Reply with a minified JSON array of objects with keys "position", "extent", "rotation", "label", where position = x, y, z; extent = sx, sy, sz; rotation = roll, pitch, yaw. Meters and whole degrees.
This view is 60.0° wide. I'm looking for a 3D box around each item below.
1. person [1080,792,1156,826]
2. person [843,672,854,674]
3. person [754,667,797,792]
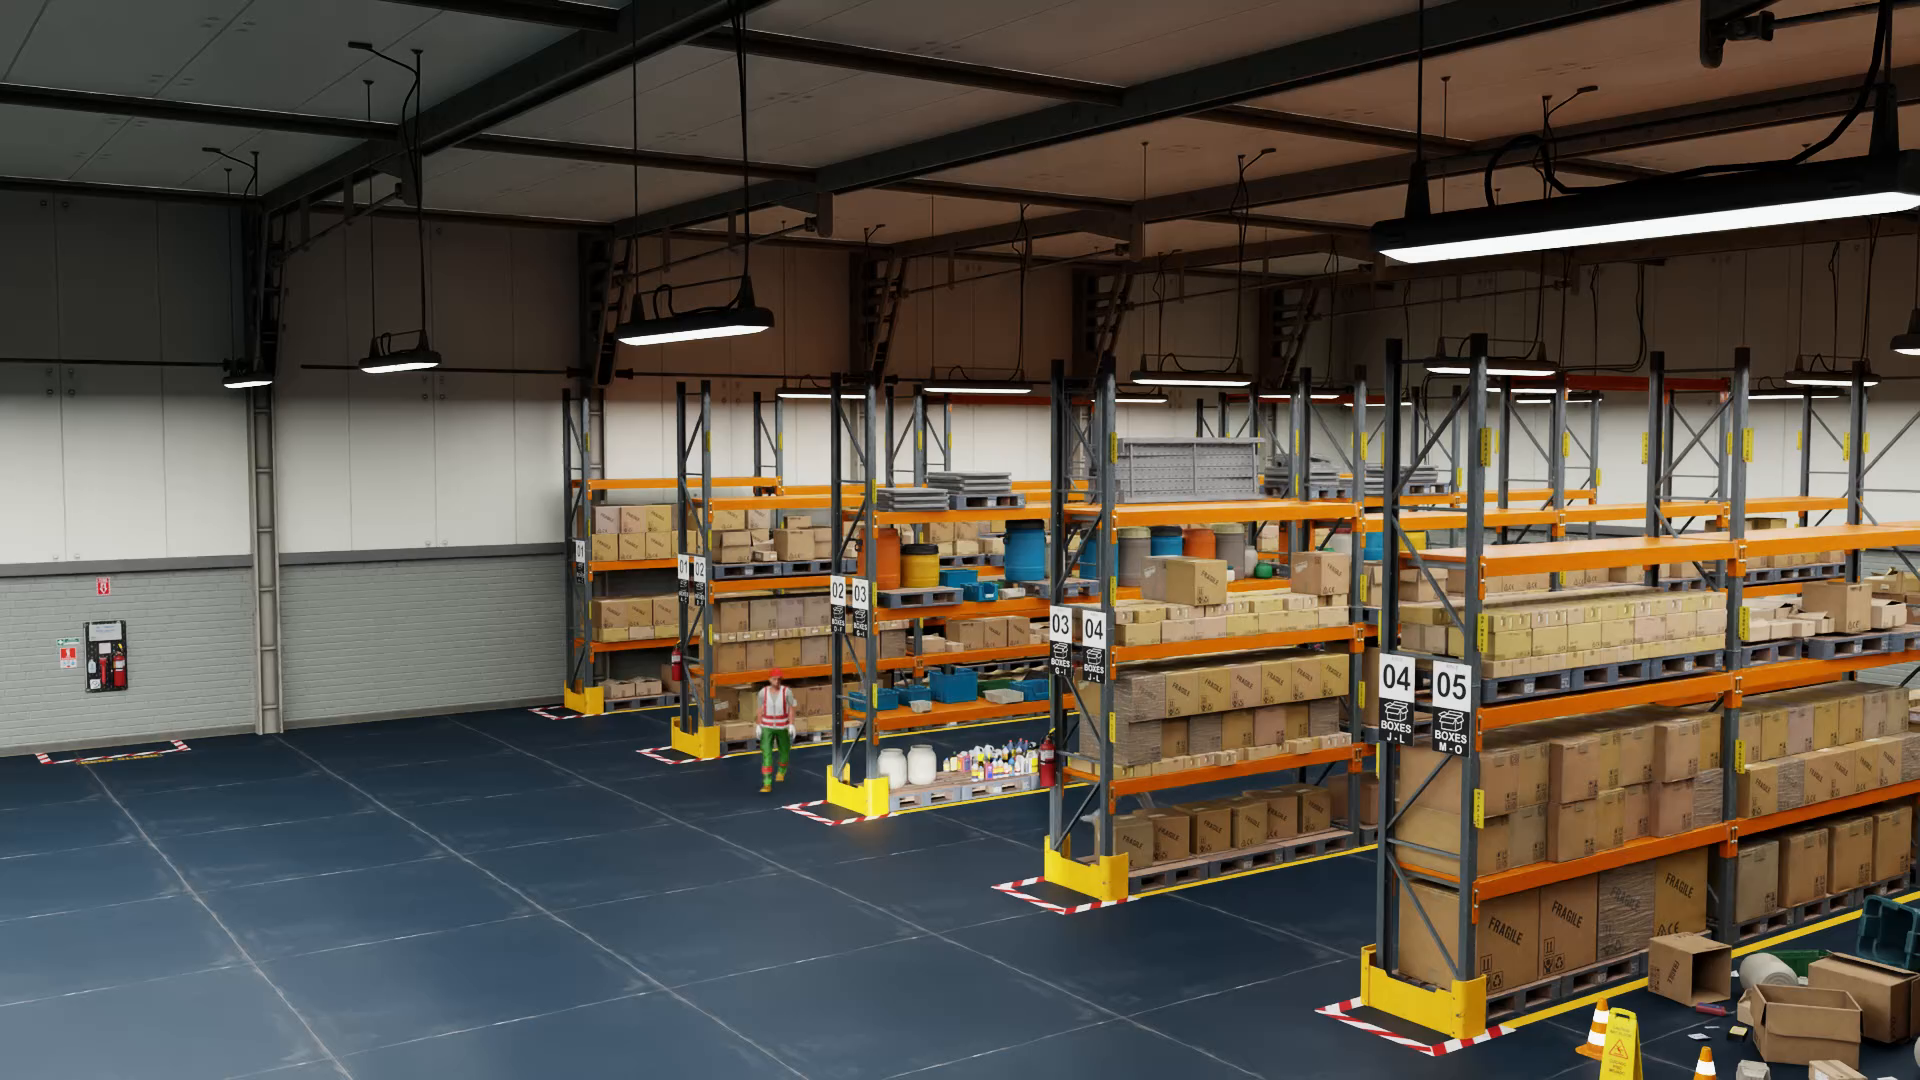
[{"position":[2.088,2.900,21.734],"extent":[1.088,1.703,0.585],"rotation":[1,4,9],"label":"person"},{"position":[-2.184,2.281,31.823],"extent":[0.594,1.729,0.742],"rotation":[1,4,22],"label":"person"},{"position":[-2.686,2.722,24.185],"extent":[0.607,1.783,0.706],"rotation":[-1,4,-15],"label":"person"}]
